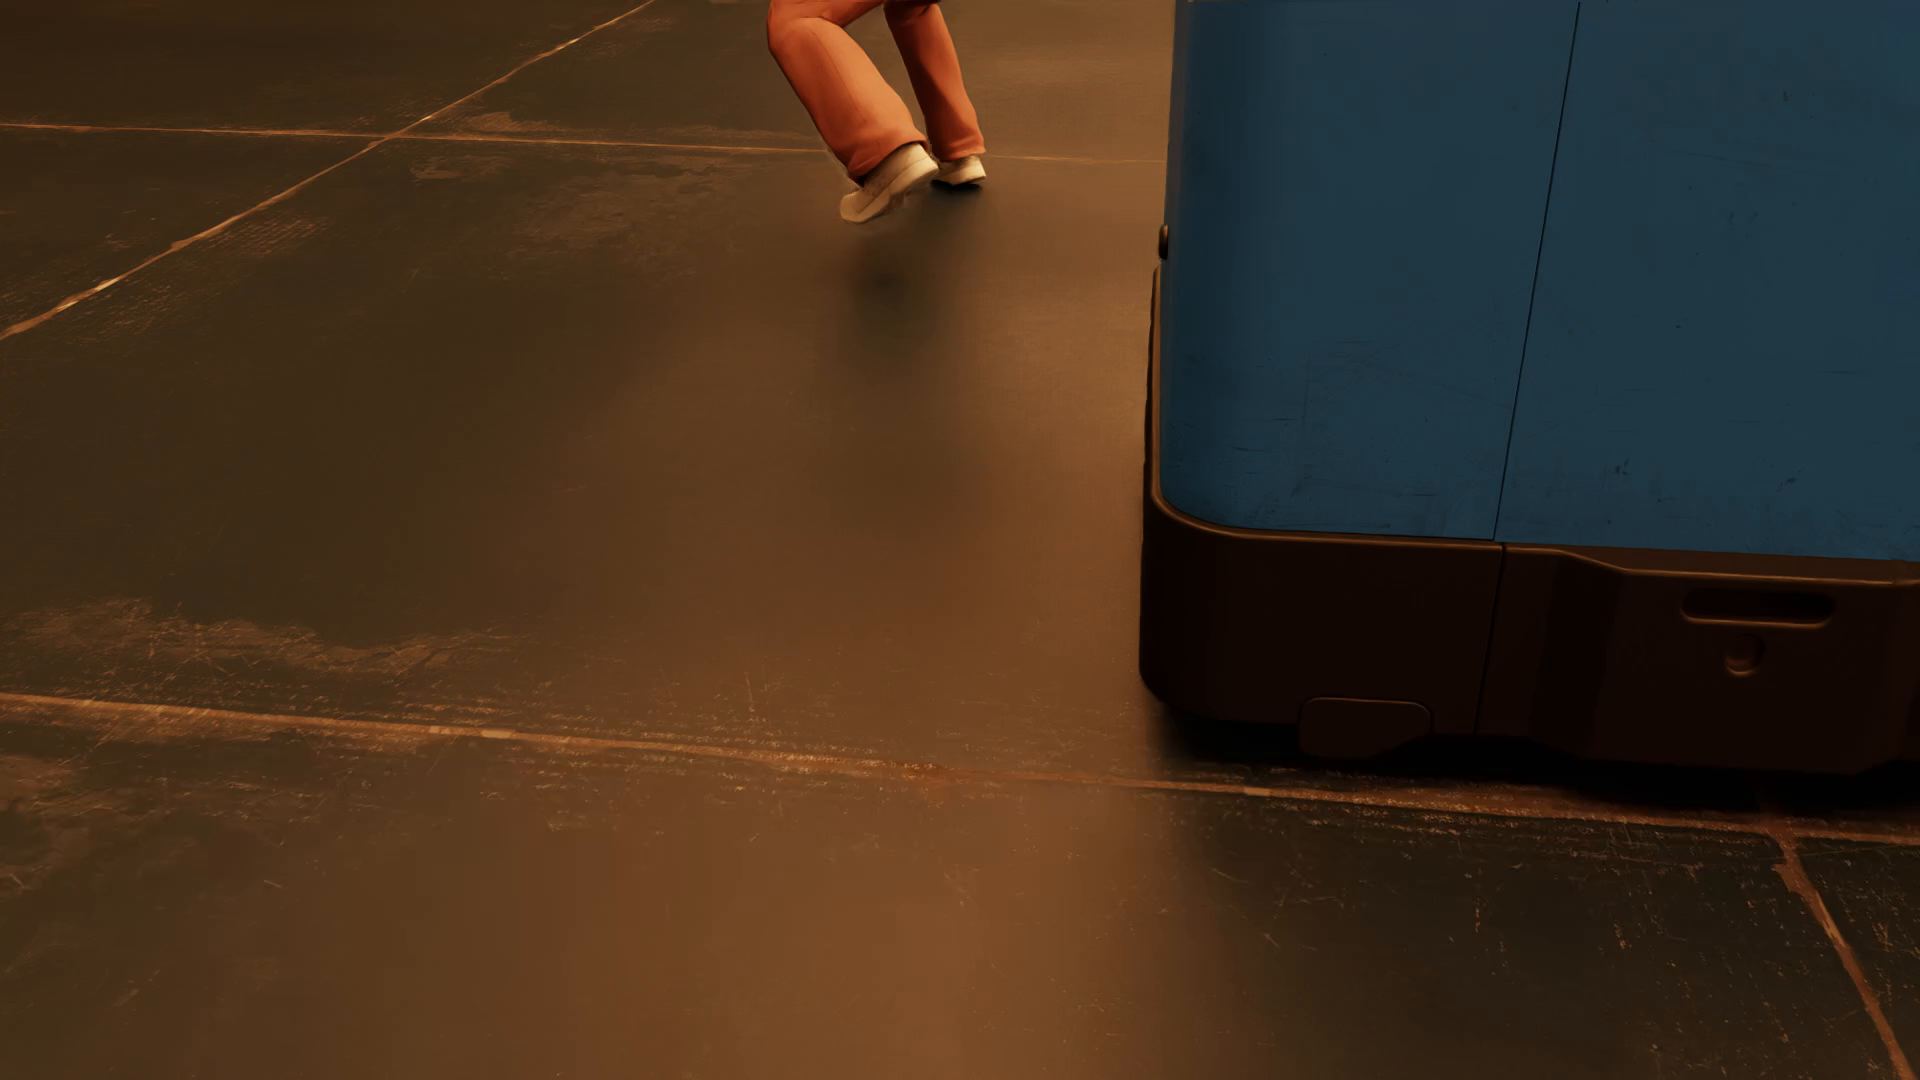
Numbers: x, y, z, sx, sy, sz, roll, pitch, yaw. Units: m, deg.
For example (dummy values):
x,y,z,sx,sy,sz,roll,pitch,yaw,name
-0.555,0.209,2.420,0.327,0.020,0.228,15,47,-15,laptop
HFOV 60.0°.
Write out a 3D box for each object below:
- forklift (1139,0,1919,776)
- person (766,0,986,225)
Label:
x,y,z,sx,sy,sz,roll,pitch,yaw,name
1.770,-1.201,1.625,3.031,2.935,1.130,3,27,6,forklift
-0.067,-1.487,3.845,0.507,1.566,1.071,12,29,23,person
